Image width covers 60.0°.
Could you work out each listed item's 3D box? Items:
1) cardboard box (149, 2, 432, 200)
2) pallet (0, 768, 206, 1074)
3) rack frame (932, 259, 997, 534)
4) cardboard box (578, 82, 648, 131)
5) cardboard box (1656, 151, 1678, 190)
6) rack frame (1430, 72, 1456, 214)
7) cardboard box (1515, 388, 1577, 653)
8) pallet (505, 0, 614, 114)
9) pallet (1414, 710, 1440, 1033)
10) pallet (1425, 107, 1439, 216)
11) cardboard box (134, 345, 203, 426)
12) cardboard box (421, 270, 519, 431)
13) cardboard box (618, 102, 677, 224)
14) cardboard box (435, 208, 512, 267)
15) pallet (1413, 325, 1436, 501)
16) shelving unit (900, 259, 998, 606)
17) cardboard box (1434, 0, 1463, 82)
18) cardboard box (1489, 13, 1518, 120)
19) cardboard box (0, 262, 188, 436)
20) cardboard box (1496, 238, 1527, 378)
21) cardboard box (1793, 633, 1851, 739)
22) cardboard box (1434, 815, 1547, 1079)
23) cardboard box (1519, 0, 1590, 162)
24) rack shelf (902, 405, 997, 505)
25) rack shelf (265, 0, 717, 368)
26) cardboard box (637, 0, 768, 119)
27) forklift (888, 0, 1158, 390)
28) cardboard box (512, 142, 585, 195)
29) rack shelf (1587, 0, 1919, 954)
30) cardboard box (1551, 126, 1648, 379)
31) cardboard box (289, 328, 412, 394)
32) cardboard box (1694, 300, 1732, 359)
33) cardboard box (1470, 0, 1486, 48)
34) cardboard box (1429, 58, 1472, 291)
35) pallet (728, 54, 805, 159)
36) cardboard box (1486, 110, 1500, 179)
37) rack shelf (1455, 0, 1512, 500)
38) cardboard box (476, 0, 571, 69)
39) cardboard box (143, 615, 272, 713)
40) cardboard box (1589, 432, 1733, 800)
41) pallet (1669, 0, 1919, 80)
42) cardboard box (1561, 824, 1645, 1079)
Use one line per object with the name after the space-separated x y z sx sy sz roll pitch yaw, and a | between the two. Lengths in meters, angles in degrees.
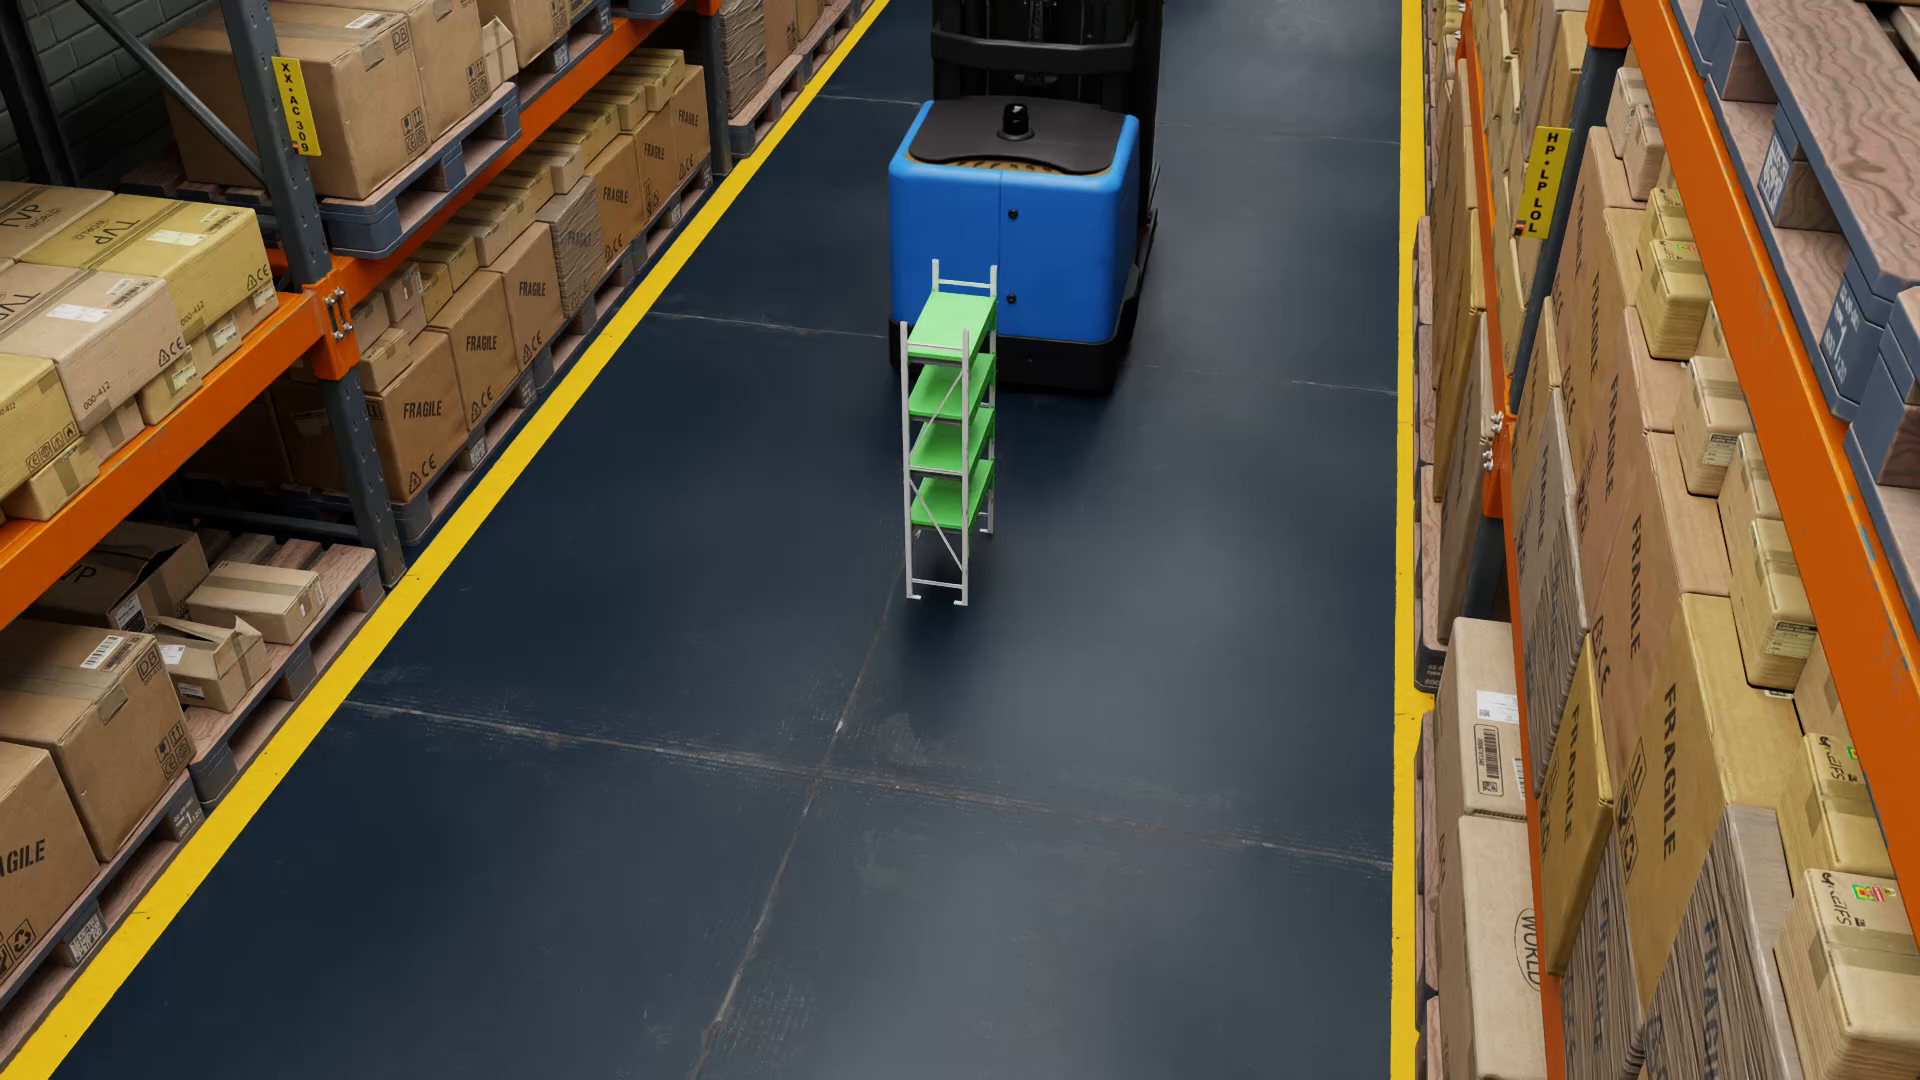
-2.365 -1.577 5.927 0.700 0.500 0.500 8 37 11 | cardboard box
-3.093 1.107 5.043 1.003 0.211 1.213 7 37 10 | pallet
0.017 -0.531 6.460 0.240 1.200 0.015 7 37 10 | rack frame
-1.818 -2.211 8.463 0.380 0.149 0.250 6 36 8 | cardboard box
1.790 -0.756 3.747 0.380 0.149 0.250 7 36 9 | cardboard box
3.017 -2.791 8.044 1.000 3.000 0.127 7 37 10 | rack frame
1.696 -0.014 4.128 0.500 0.500 0.500 8 37 10 | cardboard box
-2.243 -2.217 7.417 1.003 0.211 1.213 7 37 10 | pallet
1.924 1.058 5.111 1.003 0.211 1.213 7 37 10 | pallet
3.186 -2.109 9.480 1.003 0.211 1.213 7 37 10 | pallet
-2.574 -0.497 5.094 0.380 0.149 0.250 8 37 11 | cardboard box
-2.260 -0.831 7.113 0.500 0.500 0.500 7 36 9 | cardboard box
-1.830 -2.014 8.744 0.500 0.500 0.500 7 36 9 | cardboard box
-2.188 -1.325 7.241 0.380 0.149 0.250 7 37 10 | cardboard box
2.513 -0.522 7.290 1.003 0.211 1.213 7 37 10 | pallet
-0.035 -0.391 6.267 0.258 1.200 0.503 7 37 10 | shelving unit
3.465 -3.077 10.321 0.950 0.372 0.625 8 37 12 | cardboard box
2.317 -1.803 6.384 0.500 0.250 0.500 8 37 11 | cardboard box
-2.650 -0.566 4.849 0.500 0.250 0.500 7 37 10 | cardboard box
2.013 -0.725 5.323 0.500 0.250 0.500 6 36 9 | cardboard box
1.412 0.270 2.332 0.380 0.149 0.250 7 37 10 | cardboard box
1.734 1.230 4.323 0.875 0.438 0.875 6 36 9 | cardboard box
2.117 -1.528 5.365 0.500 0.500 0.500 8 37 11 | cardboard box
-0.035 -0.339 6.304 0.258 0.148 0.480 7 37 10 | rack shelf
-2.260 -1.973 7.529 1.077 0.370 4.000 7 37 10 | rack shelf
-1.686 -2.975 9.964 0.875 0.625 0.625 8 37 11 | cardboard box
0.459 -2.729 8.018 1.130 2.935 3.031 7 36 9 | forklift
-2.001 -1.760 7.841 0.380 0.149 0.250 6 36 8 | cardboard box
1.736 -0.274 2.629 1.077 0.370 4.000 7 37 10 | rack shelf
1.825 -0.700 4.223 0.500 0.500 0.500 8 37 10 | cardboard box
-2.350 -0.710 6.393 0.380 0.149 0.250 9 37 12 | cardboard box
1.618 -0.318 3.143 0.380 0.149 0.250 7 37 10 | cardboard box
2.667 -2.481 7.745 0.500 0.250 0.500 7 36 9 | cardboard box
2.789 -1.715 8.013 0.875 0.875 0.875 7 37 10 | cardboard box
-1.618 -2.749 10.363 1.003 0.211 1.213 7 37 10 | pallet
2.355 -1.601 6.531 0.500 0.250 0.500 7 37 10 | cardboard box
2.590 -1.353 6.673 1.077 0.370 4.000 7 37 10 | rack shelf
-2.087 -2.324 6.958 0.700 0.500 0.500 7 37 10 | cardboard box
-2.595 0.380 5.641 0.396 0.266 0.258 9 37 12 | cardboard box
1.480 0.170 3.023 0.500 0.500 0.500 7 37 10 | cardboard box
1.978 -1.208 3.381 1.003 0.211 1.213 7 37 10 | pallet
1.375 0.864 2.917 0.500 0.500 0.500 8 37 11 | cardboard box
